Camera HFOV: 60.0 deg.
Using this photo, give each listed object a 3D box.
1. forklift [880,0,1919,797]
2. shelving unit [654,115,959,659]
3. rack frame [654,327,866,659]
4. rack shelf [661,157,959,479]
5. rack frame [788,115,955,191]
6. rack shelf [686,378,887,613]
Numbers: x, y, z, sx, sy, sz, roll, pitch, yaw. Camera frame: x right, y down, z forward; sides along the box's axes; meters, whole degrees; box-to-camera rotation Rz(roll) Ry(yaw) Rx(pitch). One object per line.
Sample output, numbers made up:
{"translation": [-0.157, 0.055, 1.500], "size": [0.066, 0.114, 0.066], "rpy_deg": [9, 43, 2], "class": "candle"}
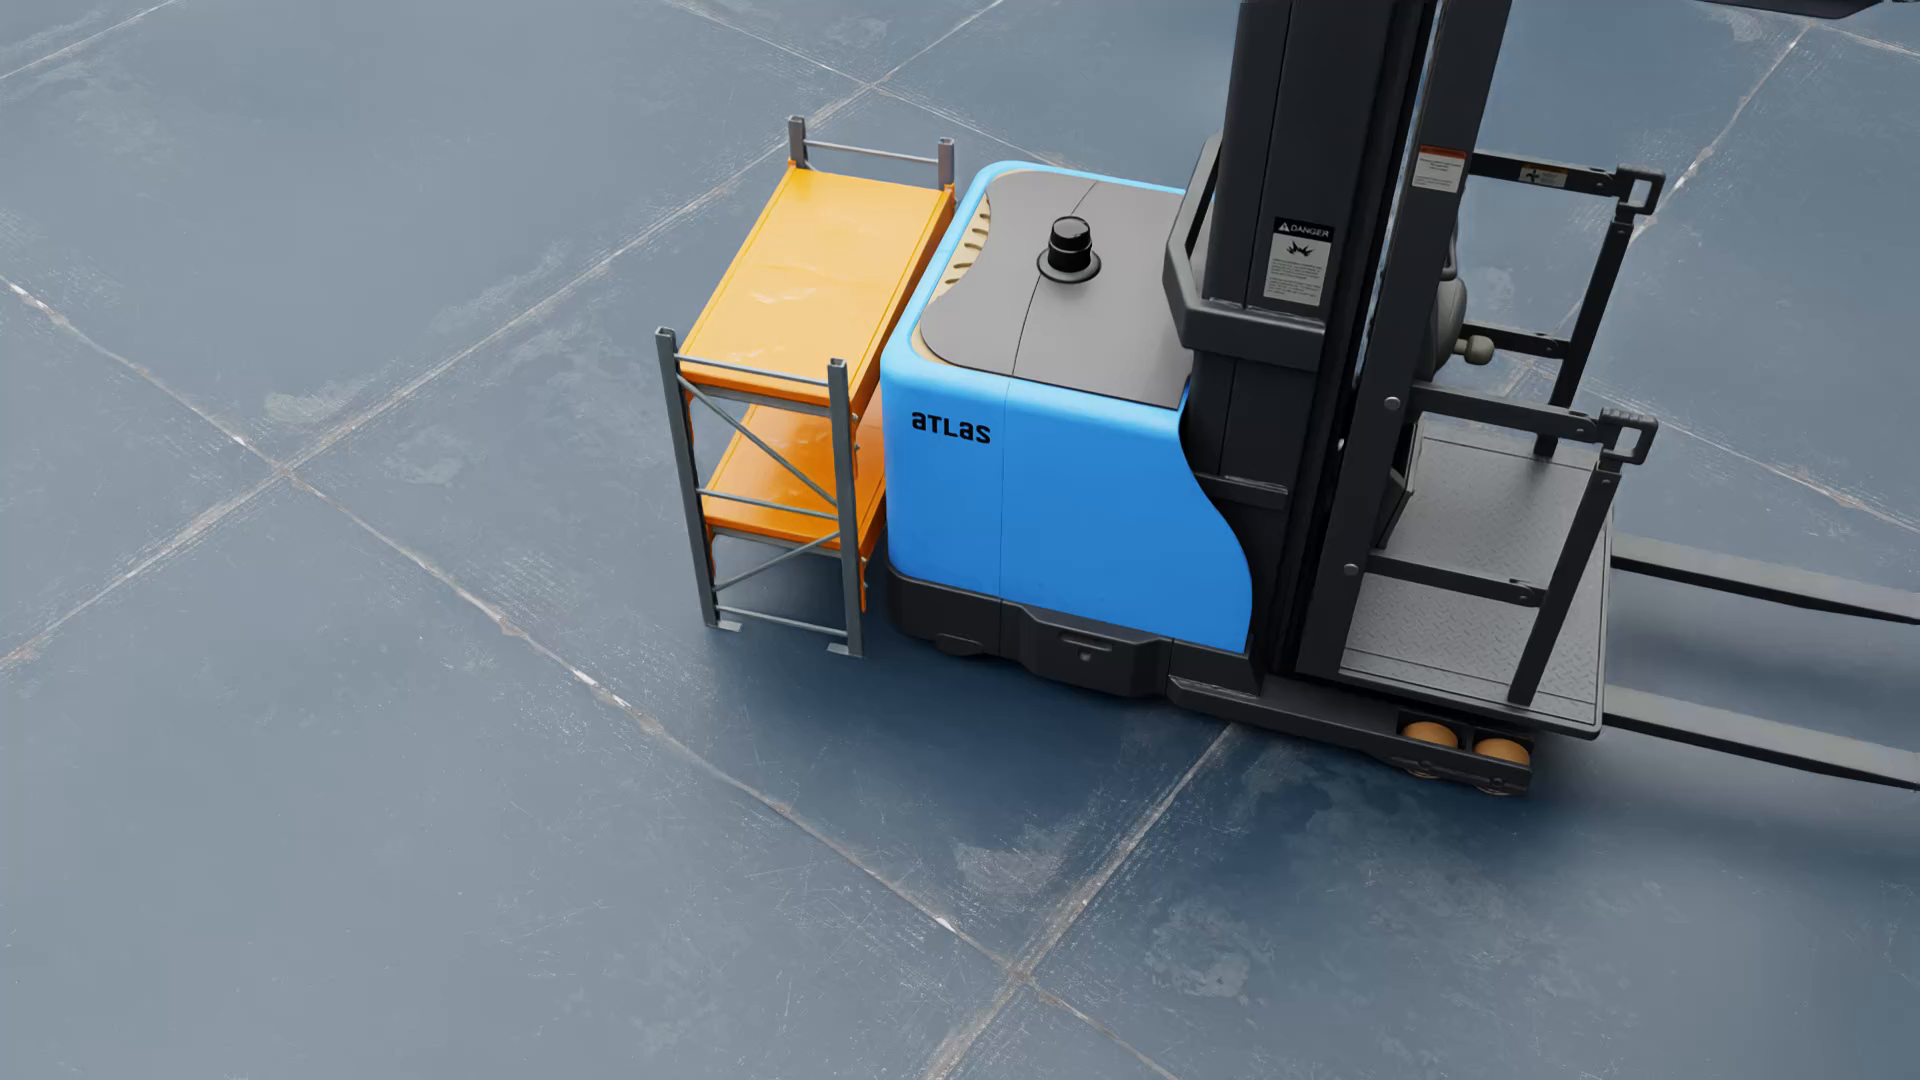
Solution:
{"translation": [1.356, -0.743, 3.933], "size": [3.031, 2.935, 1.130], "rpy_deg": [13, 48, 12], "class": "forklift"}
{"translation": [-0.393, -0.450, 4.902], "size": [0.538, 1.125, 1.048], "rpy_deg": [11, 47, 10], "class": "shelving unit"}
{"translation": [-0.526, -0.095, 4.563], "size": [0.500, 1.125, 0.032], "rpy_deg": [11, 47, 10], "class": "rack frame"}
{"translation": [-0.393, -0.652, 4.690], "size": [0.538, 0.278, 1.000], "rpy_deg": [11, 47, 10], "class": "rack shelf"}
{"translation": [-0.260, -0.804, 5.241], "size": [0.500, 1.125, 0.032], "rpy_deg": [11, 47, 10], "class": "rack frame"}
{"translation": [-0.393, -0.281, 5.078], "size": [0.538, 0.278, 1.000], "rpy_deg": [11, 47, 10], "class": "rack shelf"}
